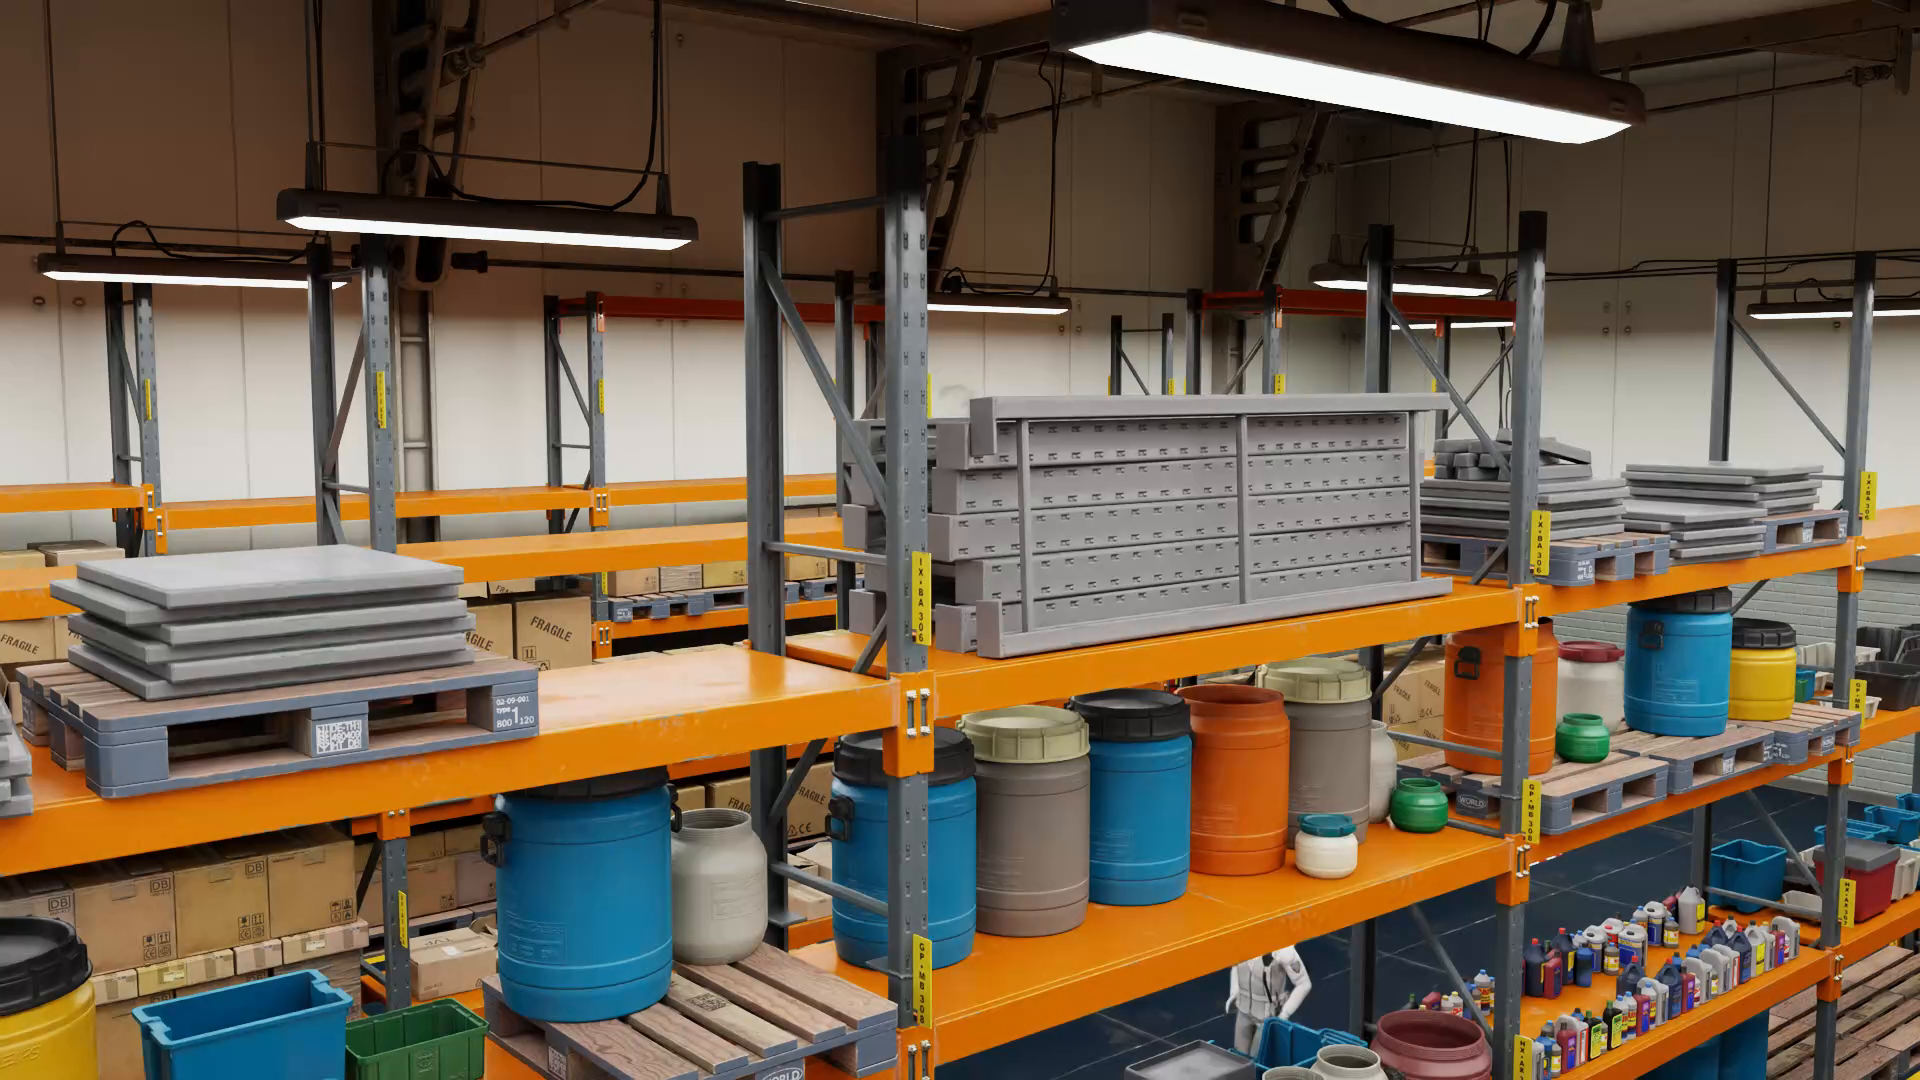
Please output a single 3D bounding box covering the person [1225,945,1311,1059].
[{"bbox_3d":[2.095,3.279,11.444,0.556,1.612,0.617,-5,7,-42],"label":"person"}]
